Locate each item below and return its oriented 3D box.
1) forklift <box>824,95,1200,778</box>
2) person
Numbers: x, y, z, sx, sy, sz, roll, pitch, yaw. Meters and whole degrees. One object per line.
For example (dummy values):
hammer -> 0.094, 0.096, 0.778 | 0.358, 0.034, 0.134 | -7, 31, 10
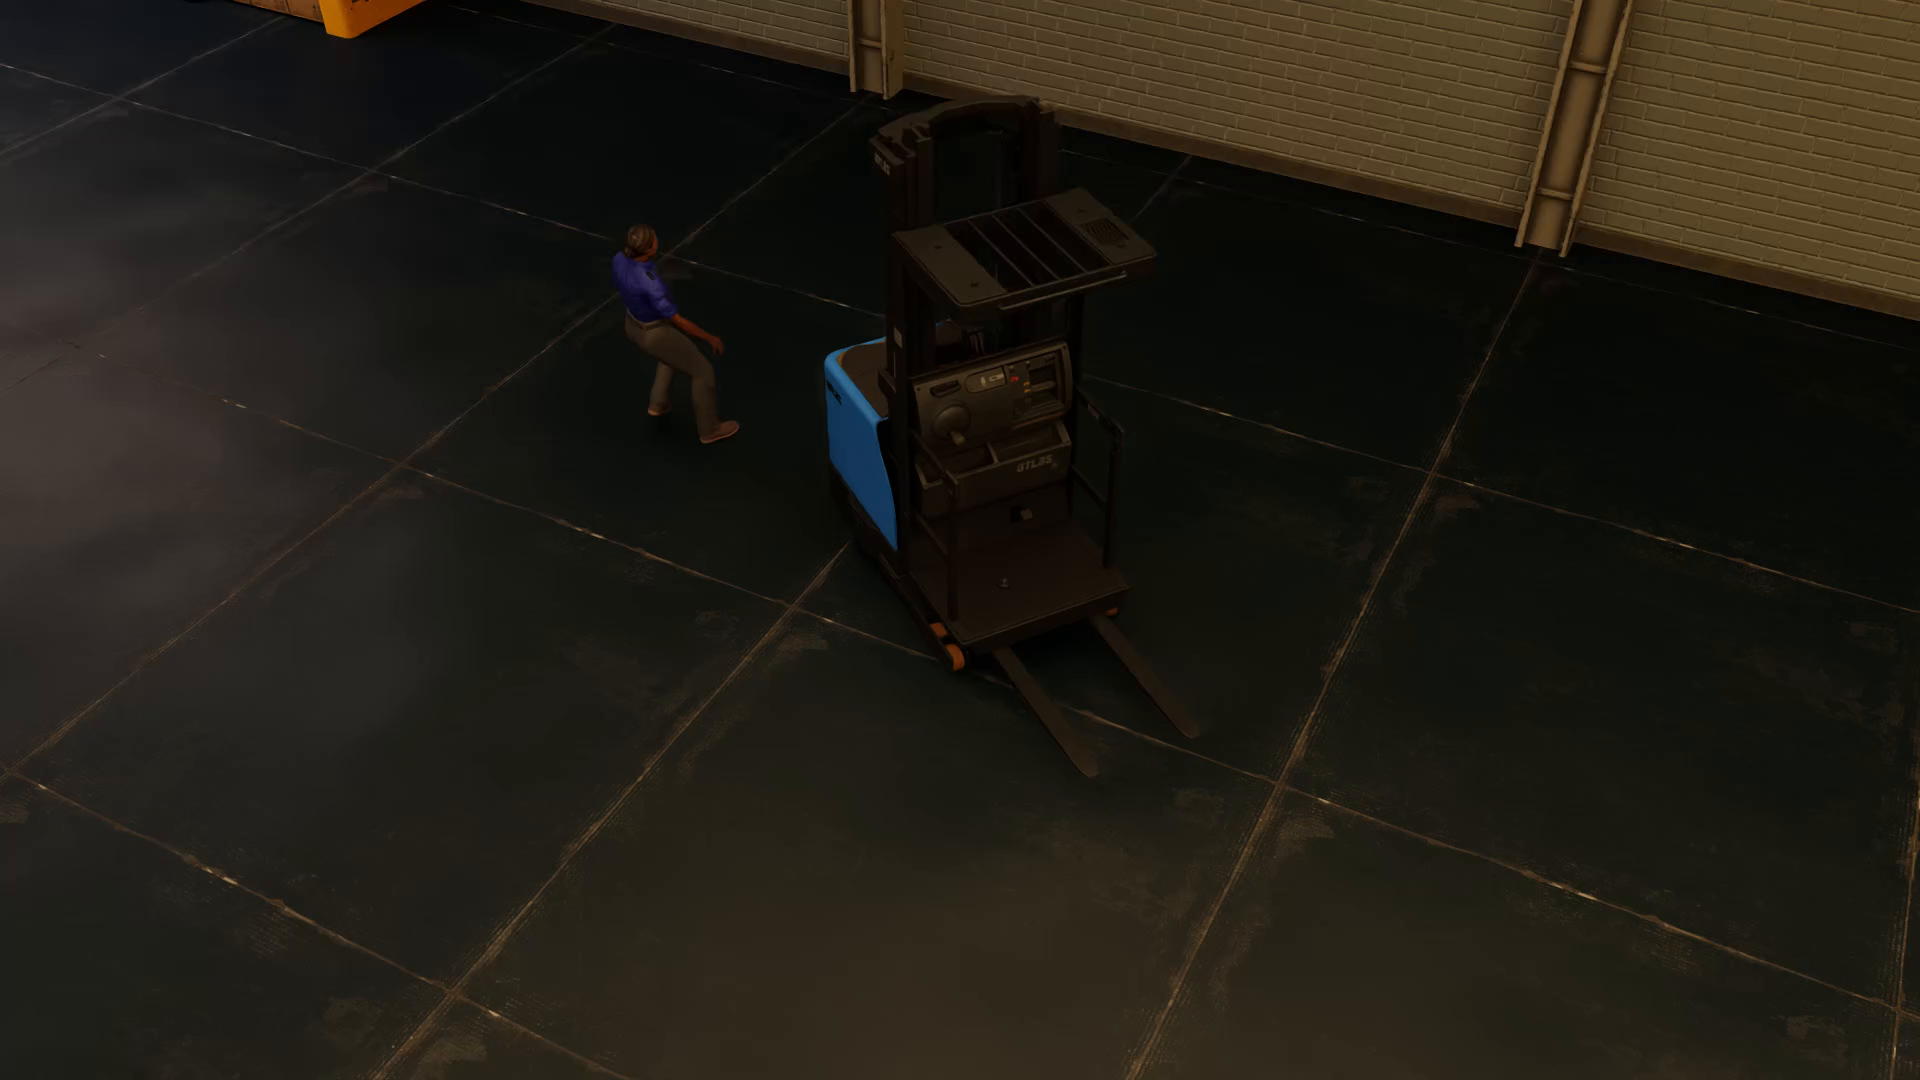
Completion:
forklift -> 0.282, -0.706, 8.825 | 1.130, 2.935, 3.031 | -18, 43, -20
person -> -1.852, -1.366, 10.666 | 0.547, 1.559, 0.700 | -28, 47, -29
